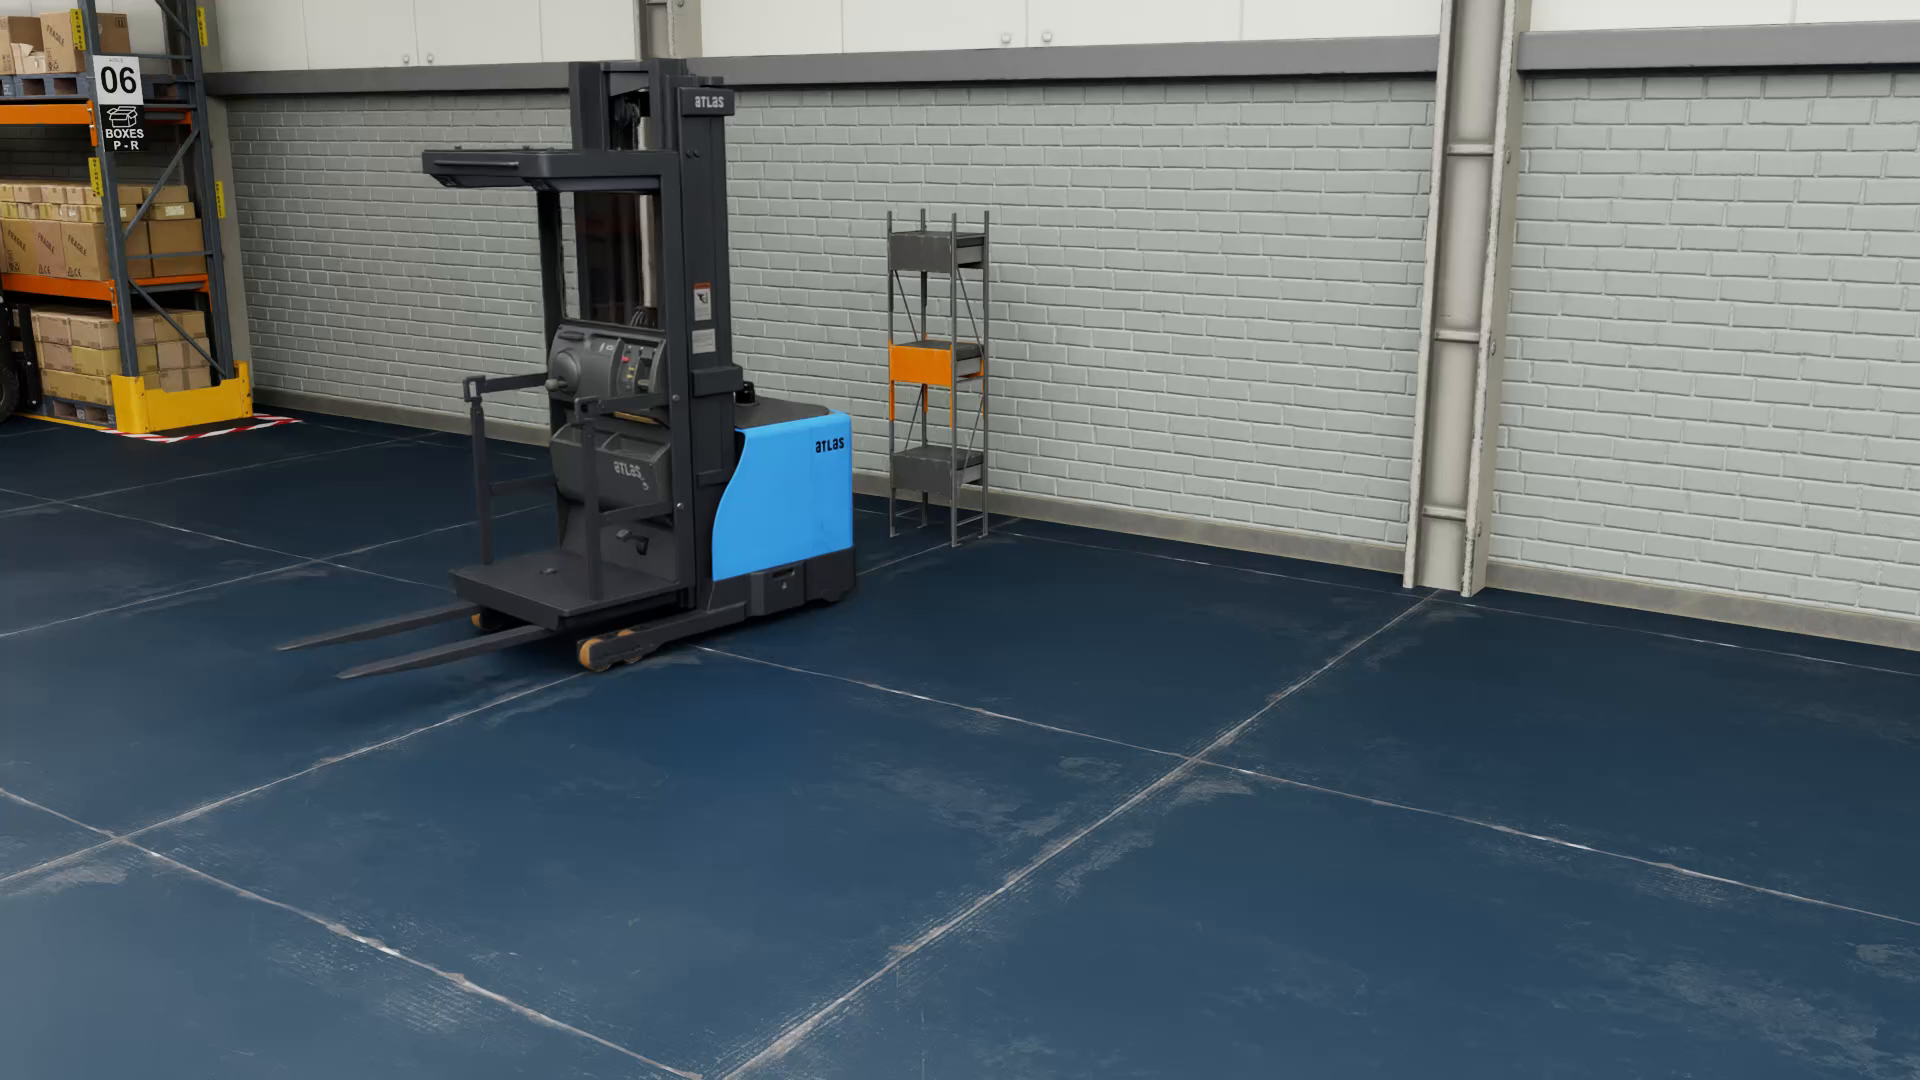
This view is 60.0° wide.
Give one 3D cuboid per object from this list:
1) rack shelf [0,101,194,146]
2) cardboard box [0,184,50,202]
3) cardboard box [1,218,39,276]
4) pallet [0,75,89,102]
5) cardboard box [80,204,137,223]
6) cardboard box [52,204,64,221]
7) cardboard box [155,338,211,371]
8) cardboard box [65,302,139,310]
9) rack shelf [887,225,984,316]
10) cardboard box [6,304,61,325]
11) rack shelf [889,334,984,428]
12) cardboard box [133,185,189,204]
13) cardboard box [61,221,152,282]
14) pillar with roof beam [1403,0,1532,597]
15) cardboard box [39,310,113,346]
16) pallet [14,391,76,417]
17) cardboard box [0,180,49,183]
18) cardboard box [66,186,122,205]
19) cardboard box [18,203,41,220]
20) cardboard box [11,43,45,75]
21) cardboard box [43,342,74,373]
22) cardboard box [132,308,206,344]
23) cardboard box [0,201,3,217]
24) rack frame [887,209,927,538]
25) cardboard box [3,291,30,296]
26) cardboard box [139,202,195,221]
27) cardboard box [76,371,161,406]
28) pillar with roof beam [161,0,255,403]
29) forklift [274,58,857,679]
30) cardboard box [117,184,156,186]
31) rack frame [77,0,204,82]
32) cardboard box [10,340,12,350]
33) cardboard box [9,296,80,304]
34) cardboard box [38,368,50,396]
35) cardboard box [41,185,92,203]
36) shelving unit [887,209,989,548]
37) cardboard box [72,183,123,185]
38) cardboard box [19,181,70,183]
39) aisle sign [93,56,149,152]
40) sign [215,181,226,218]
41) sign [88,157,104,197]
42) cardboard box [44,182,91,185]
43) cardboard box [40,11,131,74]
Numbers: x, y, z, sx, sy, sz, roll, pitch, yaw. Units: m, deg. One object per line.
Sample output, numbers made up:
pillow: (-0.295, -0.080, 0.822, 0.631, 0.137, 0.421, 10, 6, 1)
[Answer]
rack shelf: (-8.706, -3.898, 15.581, 4.000, 0.370, 1.077, 9, 17, 33)
cardboard box: (-8.577, -3.188, 15.280, 0.250, 0.149, 0.380, 10, 17, 34)
cardboard box: (-8.453, -2.725, 15.380, 0.500, 0.500, 0.500, 9, 16, 32)
pallet: (-8.636, -4.199, 15.485, 1.213, 0.211, 1.003, 9, 17, 33)
cardboard box: (-7.491, -2.877, 14.643, 0.250, 0.149, 0.380, 9, 17, 34)
cardboard box: (-7.901, -2.952, 14.948, 0.250, 0.149, 0.380, 10, 17, 34)
cardboard box: (-7.321, -1.739, 15.413, 0.500, 0.250, 0.500, 10, 17, 34)
cardboard box: (-8.166, -2.115, 15.891, 0.500, 0.250, 0.500, 9, 17, 32)
rack shelf: (-0.137, -1.708, 10.496, 0.480, 0.518, 0.431, 9, 17, 33)
cardboard box: (-8.871, -2.079, 15.747, 0.500, 0.250, 0.500, 9, 16, 32)
rack shelf: (-0.137, -1.028, 10.664, 0.480, 0.518, 0.431, 9, 17, 33)
cardboard box: (-7.206, -3.118, 14.999, 0.250, 0.149, 0.380, 9, 16, 32)
cardboard box: (-7.602, -2.585, 14.814, 0.500, 0.500, 0.500, 9, 16, 32)
pillar with roof beam: (0.433, -3.240, 5.185, 0.400, 9.000, 9.100, 9, 17, 33)
cardboard box: (-8.030, -1.944, 15.201, 0.500, 0.250, 0.500, 10, 17, 34)
pallet: (-8.713, -1.427, 16.148, 1.213, 0.211, 1.003, 9, 17, 33)
cardboard box: (-9.278, -3.488, 16.496, 0.250, 0.149, 0.380, 9, 16, 32)
cardboard box: (-7.684, -3.063, 14.778, 0.250, 0.149, 0.380, 9, 17, 33)
cardboard box: (-8.348, -3.014, 15.198, 0.250, 0.149, 0.380, 9, 16, 31)
cardboard box: (-8.114, -4.250, 14.706, 0.258, 0.266, 0.396, 9, 17, 33)
cardboard box: (-8.035, -1.707, 15.283, 0.500, 0.250, 0.500, 9, 17, 32)
cardboard box: (-7.340, -1.979, 15.344, 0.500, 0.250, 0.500, 9, 16, 32)
cardboard box: (-8.726, -3.095, 15.526, 0.250, 0.149, 0.380, 9, 17, 32)
rack frame: (-0.340, -1.074, 10.793, 0.015, 2.100, 0.400, 9, 17, 33)
cardboard box: (-9.850, -2.386, 16.987, 0.500, 0.250, 0.500, 10, 17, 34)
cardboard box: (-7.184, -2.983, 15.074, 0.250, 0.149, 0.380, 9, 16, 31)
cardboard box: (-7.613, -1.392, 15.051, 0.500, 0.250, 0.500, 9, 17, 33)
pillar with roof beam: (-9.524, -4.849, 11.686, 0.400, 9.000, 9.100, 9, 17, 33)
forklift: (-1.961, -0.910, 8.401, 1.130, 2.935, 3.031, 13, 19, 42)
cardboard box: (-7.632, -3.192, 15.300, 0.250, 0.149, 0.380, 10, 17, 34)
rack frame: (-7.047, -5.435, 14.050, 0.127, 3.000, 1.000, 9, 17, 33)
cardboard box: (-8.889, -1.840, 15.820, 0.500, 0.250, 0.500, 9, 17, 33)
cardboard box: (-9.009, -2.251, 16.440, 0.500, 0.250, 0.500, 9, 17, 33)
cardboard box: (-8.431, -1.529, 15.606, 0.500, 0.250, 0.500, 9, 17, 33)
cardboard box: (-8.081, -3.141, 15.093, 0.250, 0.149, 0.380, 9, 17, 33)
shelving unit: (-0.137, -1.041, 10.661, 0.503, 2.100, 0.431, 9, 17, 33)
cardboard box: (-8.061, -3.259, 15.569, 0.250, 0.149, 0.380, 10, 17, 35)
cardboard box: (-8.888, -3.406, 16.163, 0.250, 0.149, 0.380, 9, 16, 32)
aisle sign: (-7.156, -3.717, 14.186, 0.004, 0.787, 0.394, 9, 17, 33)
sign: (-6.732, -3.091, 15.101, 0.005, 0.325, 0.100, 9, 17, 33)
sign: (-7.361, -3.093, 14.174, 0.005, 0.325, 0.100, 9, 17, 33)
cardboard box: (-8.474, -3.331, 15.860, 0.250, 0.149, 0.380, 9, 17, 33)
cardboard box: (-7.550, -4.290, 14.380, 0.500, 0.500, 0.500, 10, 17, 35)
